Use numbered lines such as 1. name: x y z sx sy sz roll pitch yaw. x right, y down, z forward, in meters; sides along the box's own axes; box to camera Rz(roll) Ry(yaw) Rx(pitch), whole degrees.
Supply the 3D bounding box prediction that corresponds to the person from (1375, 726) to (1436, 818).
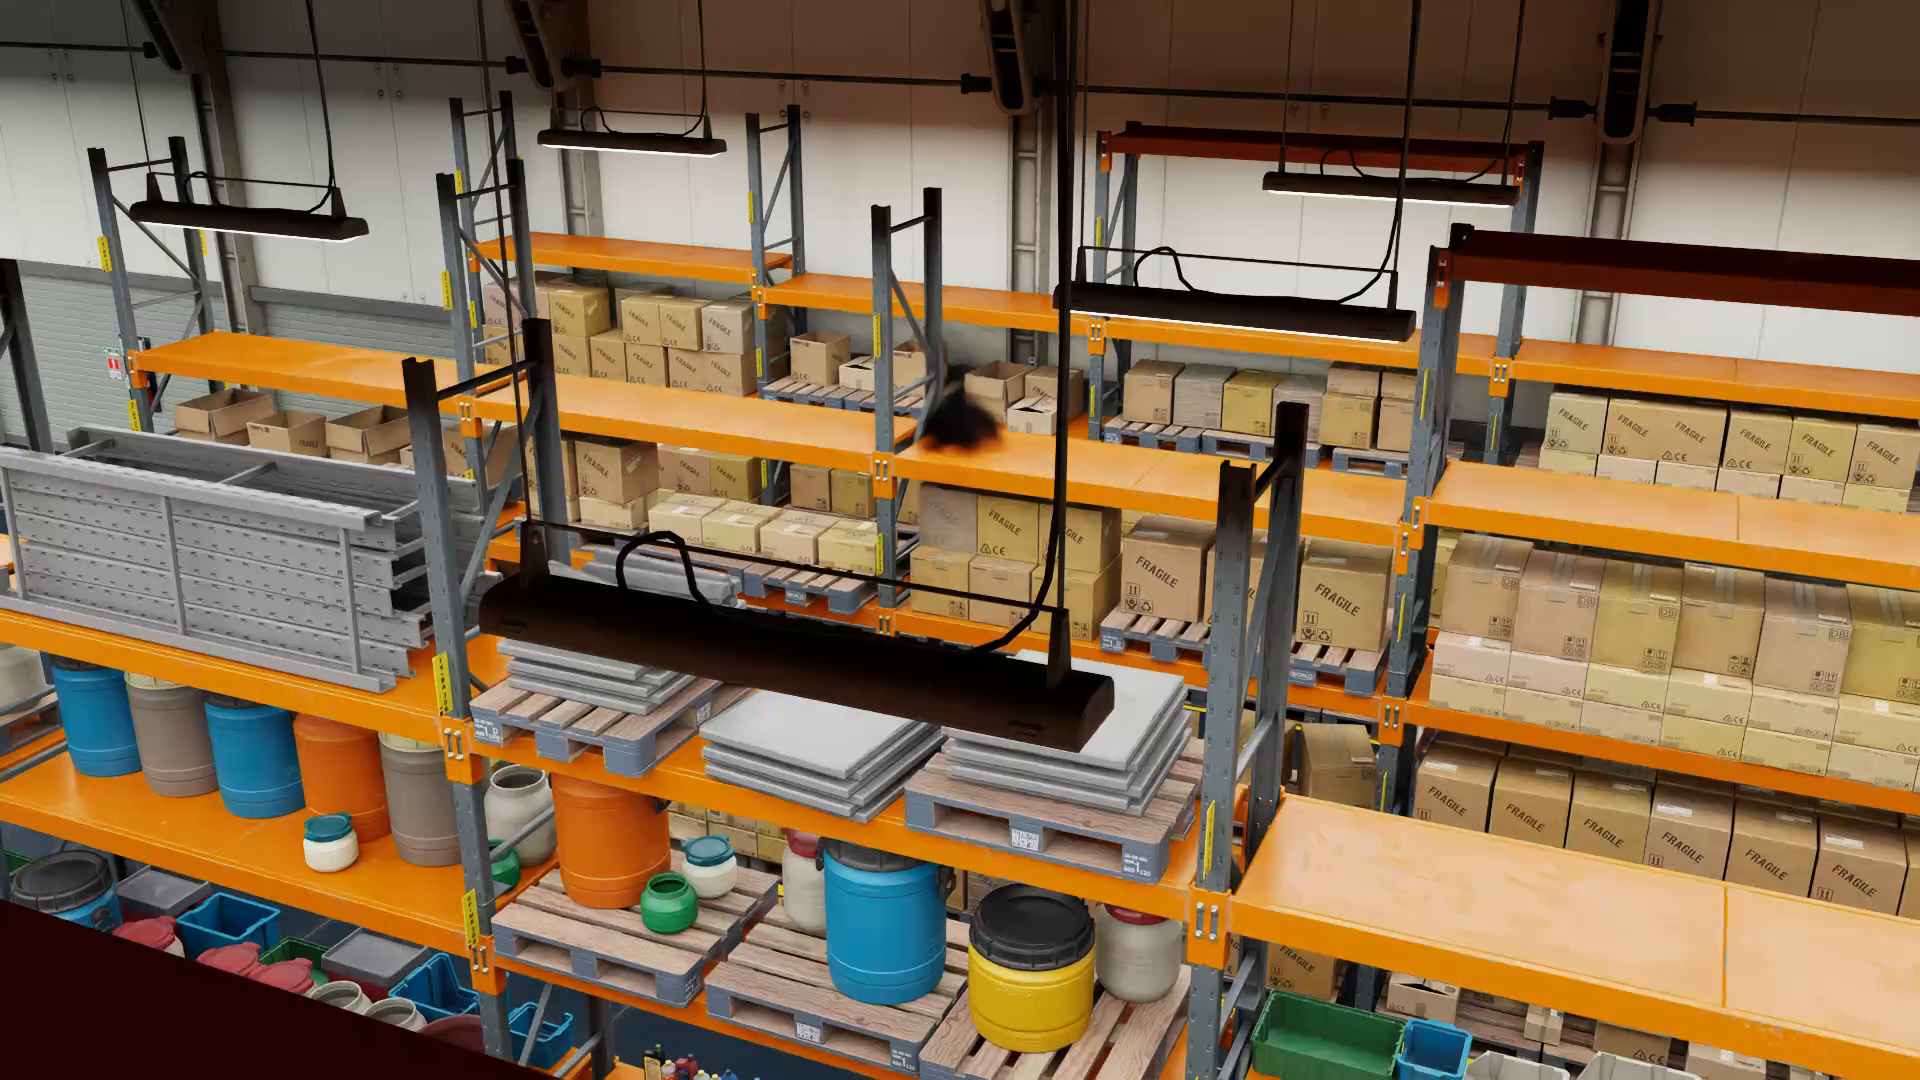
1. person: 4.021 1.885 15.181 0.830 1.811 0.664 8 22 21
